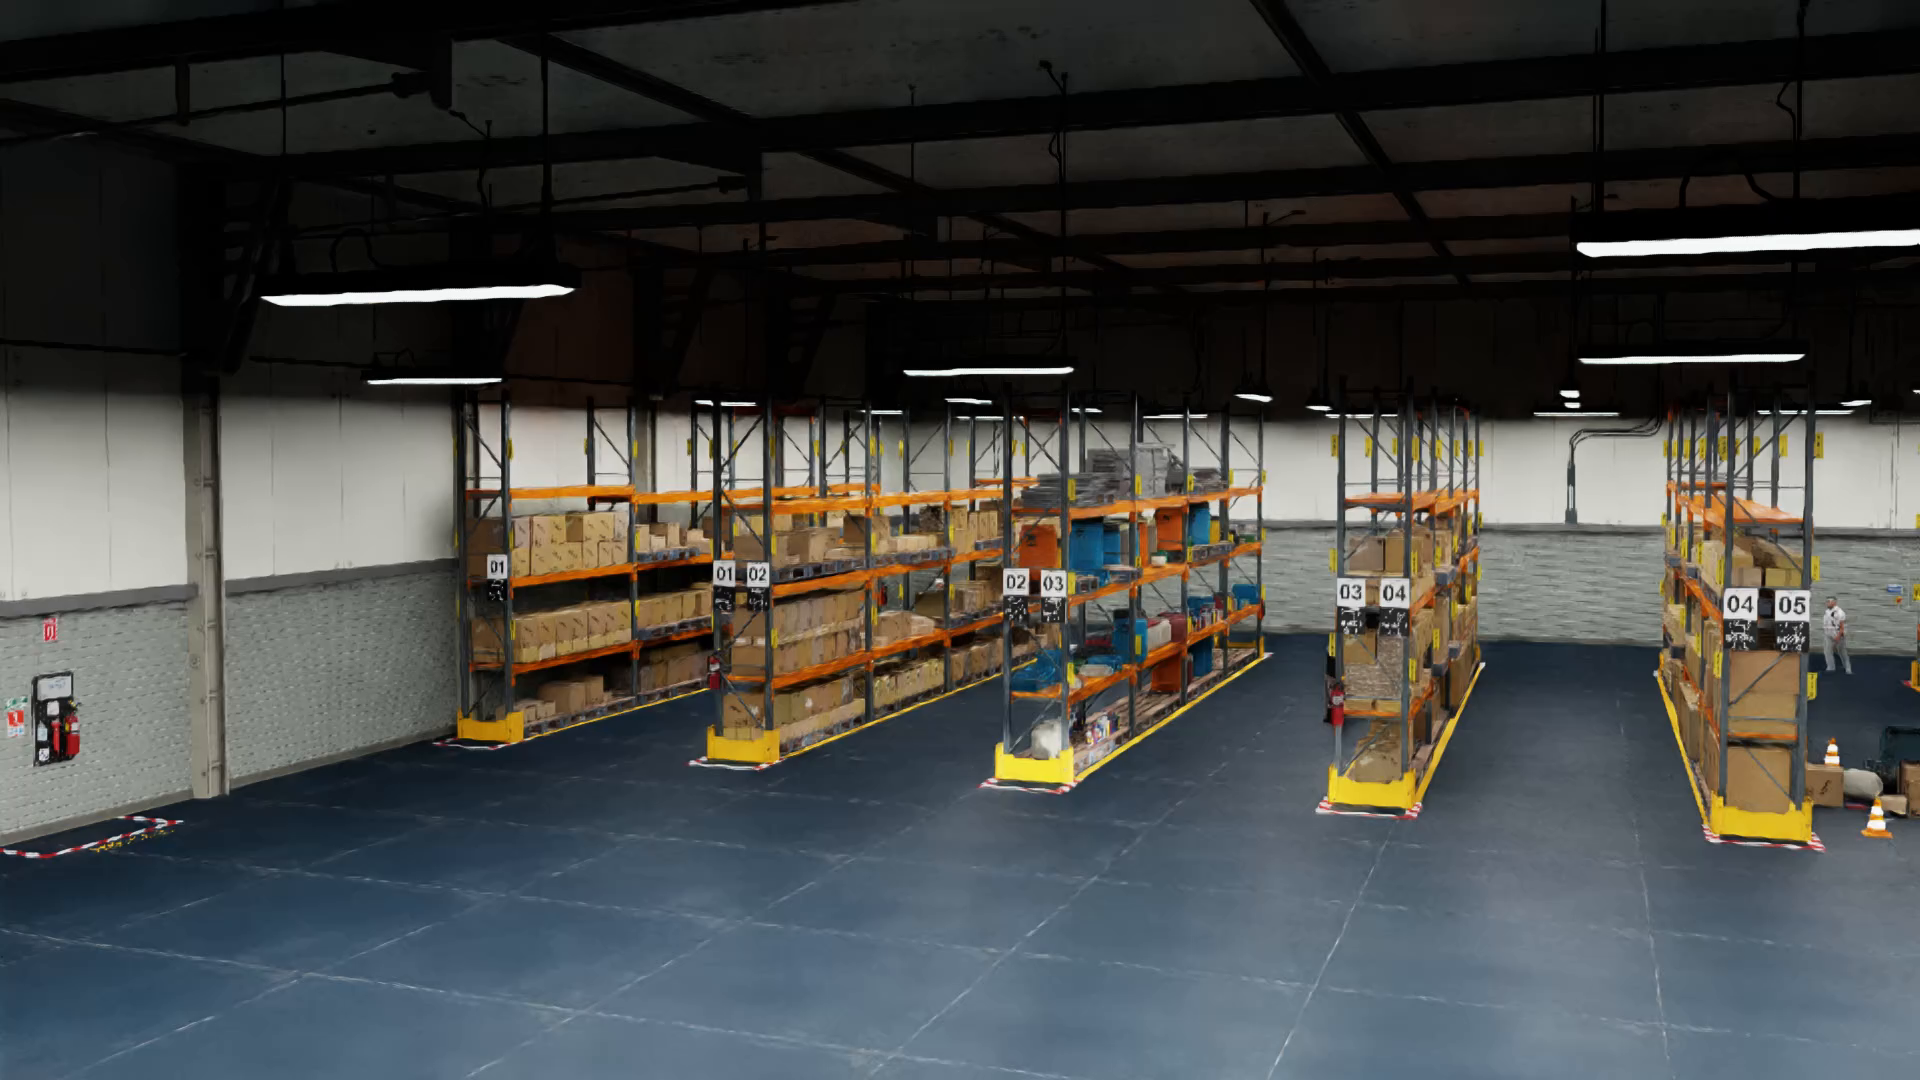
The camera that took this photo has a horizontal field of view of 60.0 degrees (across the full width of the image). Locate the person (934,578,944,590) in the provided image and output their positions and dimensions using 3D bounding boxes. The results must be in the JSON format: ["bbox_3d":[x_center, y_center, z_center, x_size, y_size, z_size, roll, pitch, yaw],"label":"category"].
[{"bbox_3d":[-0.476,1.829,41.033,0.468,1.794,0.625,0,3,3],"label":"person"}]

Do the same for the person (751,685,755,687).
[{"bbox_3d":[-3.836,2.342,31.956,0.453,1.768,0.632,-1,3,-9],"label":"person"}]

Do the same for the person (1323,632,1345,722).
[{"bbox_3d":[6.944,2.490,30.473,0.543,1.649,1.109,1,3,18],"label":"person"}]

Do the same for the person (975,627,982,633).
[{"bbox_3d":[0.422,1.721,44.829,0.495,1.589,1.086,1,3,22],"label":"person"}]

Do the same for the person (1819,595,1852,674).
[{"bbox_3d":[19.484,2.098,36.947,0.632,1.738,0.587,-1,3,-13],"label":"person"}]
